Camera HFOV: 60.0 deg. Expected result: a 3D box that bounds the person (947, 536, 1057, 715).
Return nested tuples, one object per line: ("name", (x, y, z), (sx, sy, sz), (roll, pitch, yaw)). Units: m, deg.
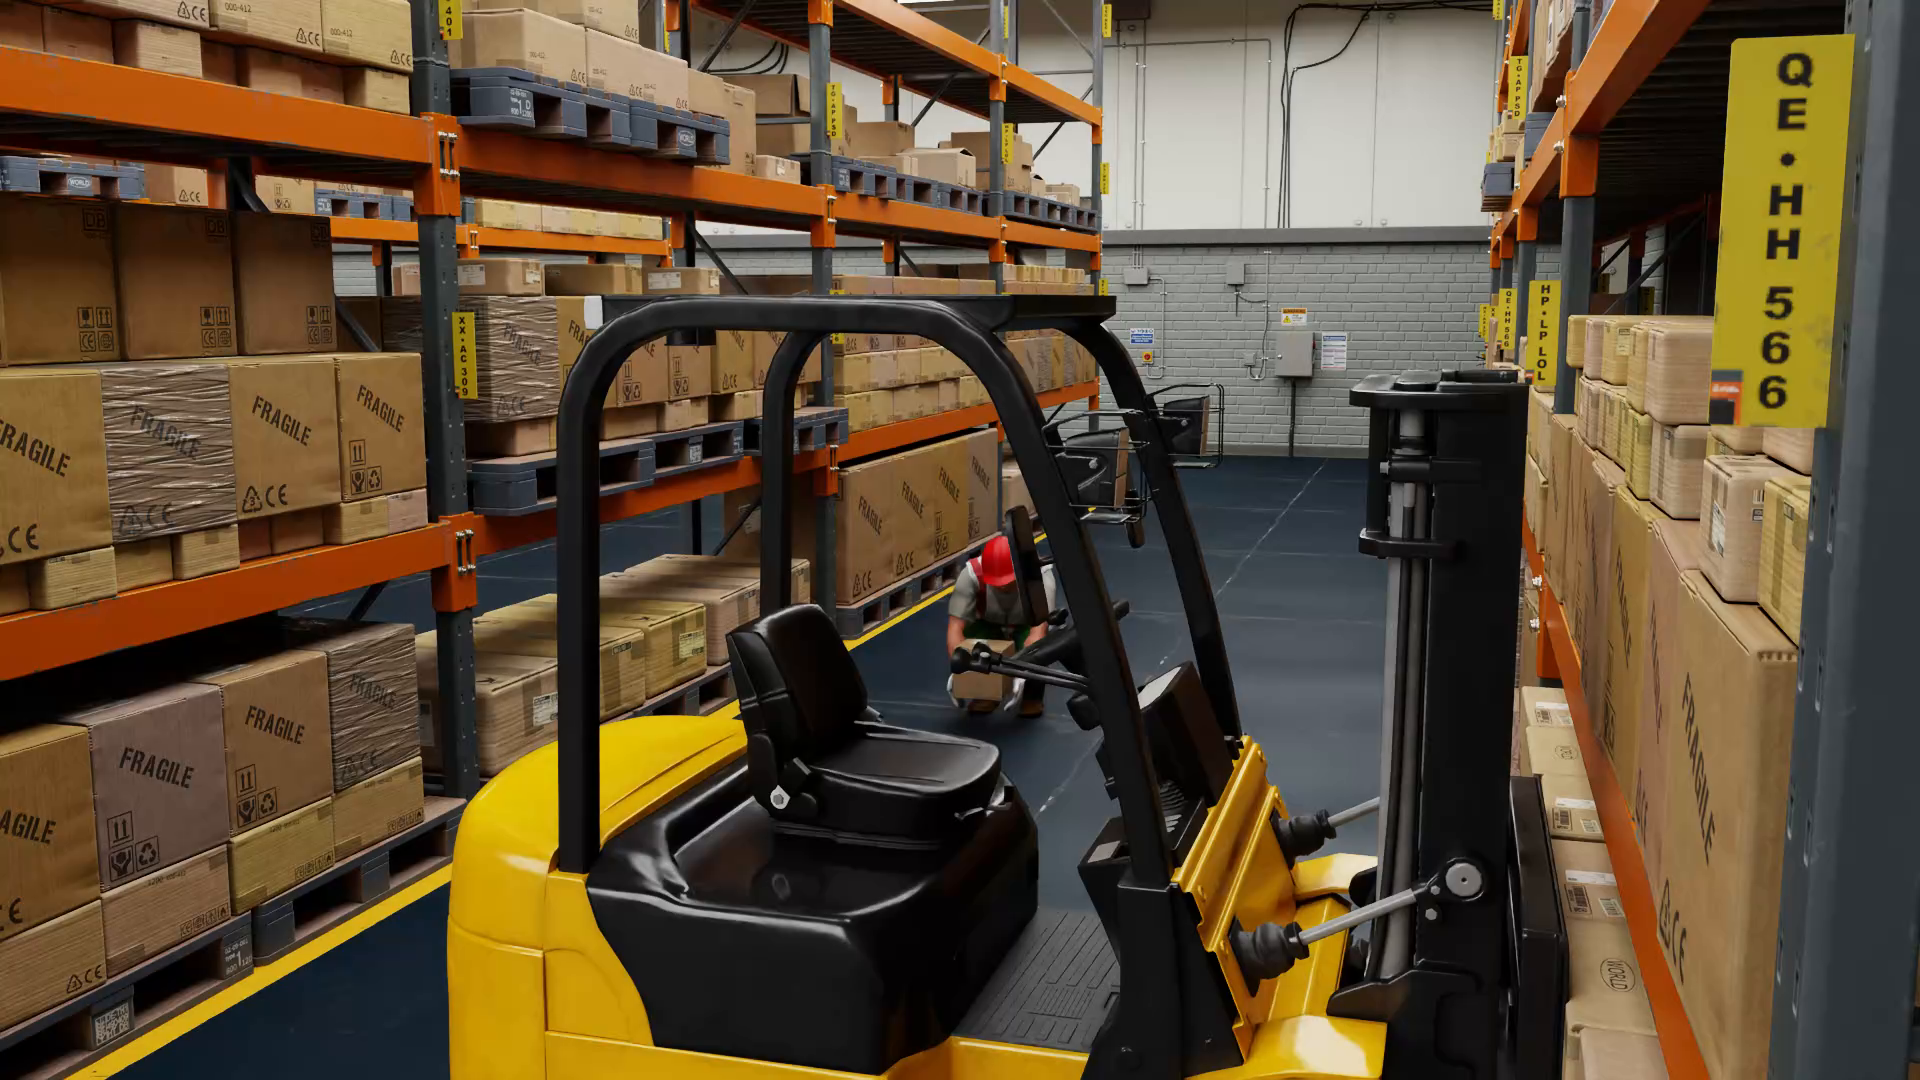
("person", (0.237, 0.433, 8.566), (0.570, 0.990, 0.884), (2, 9, 16))
